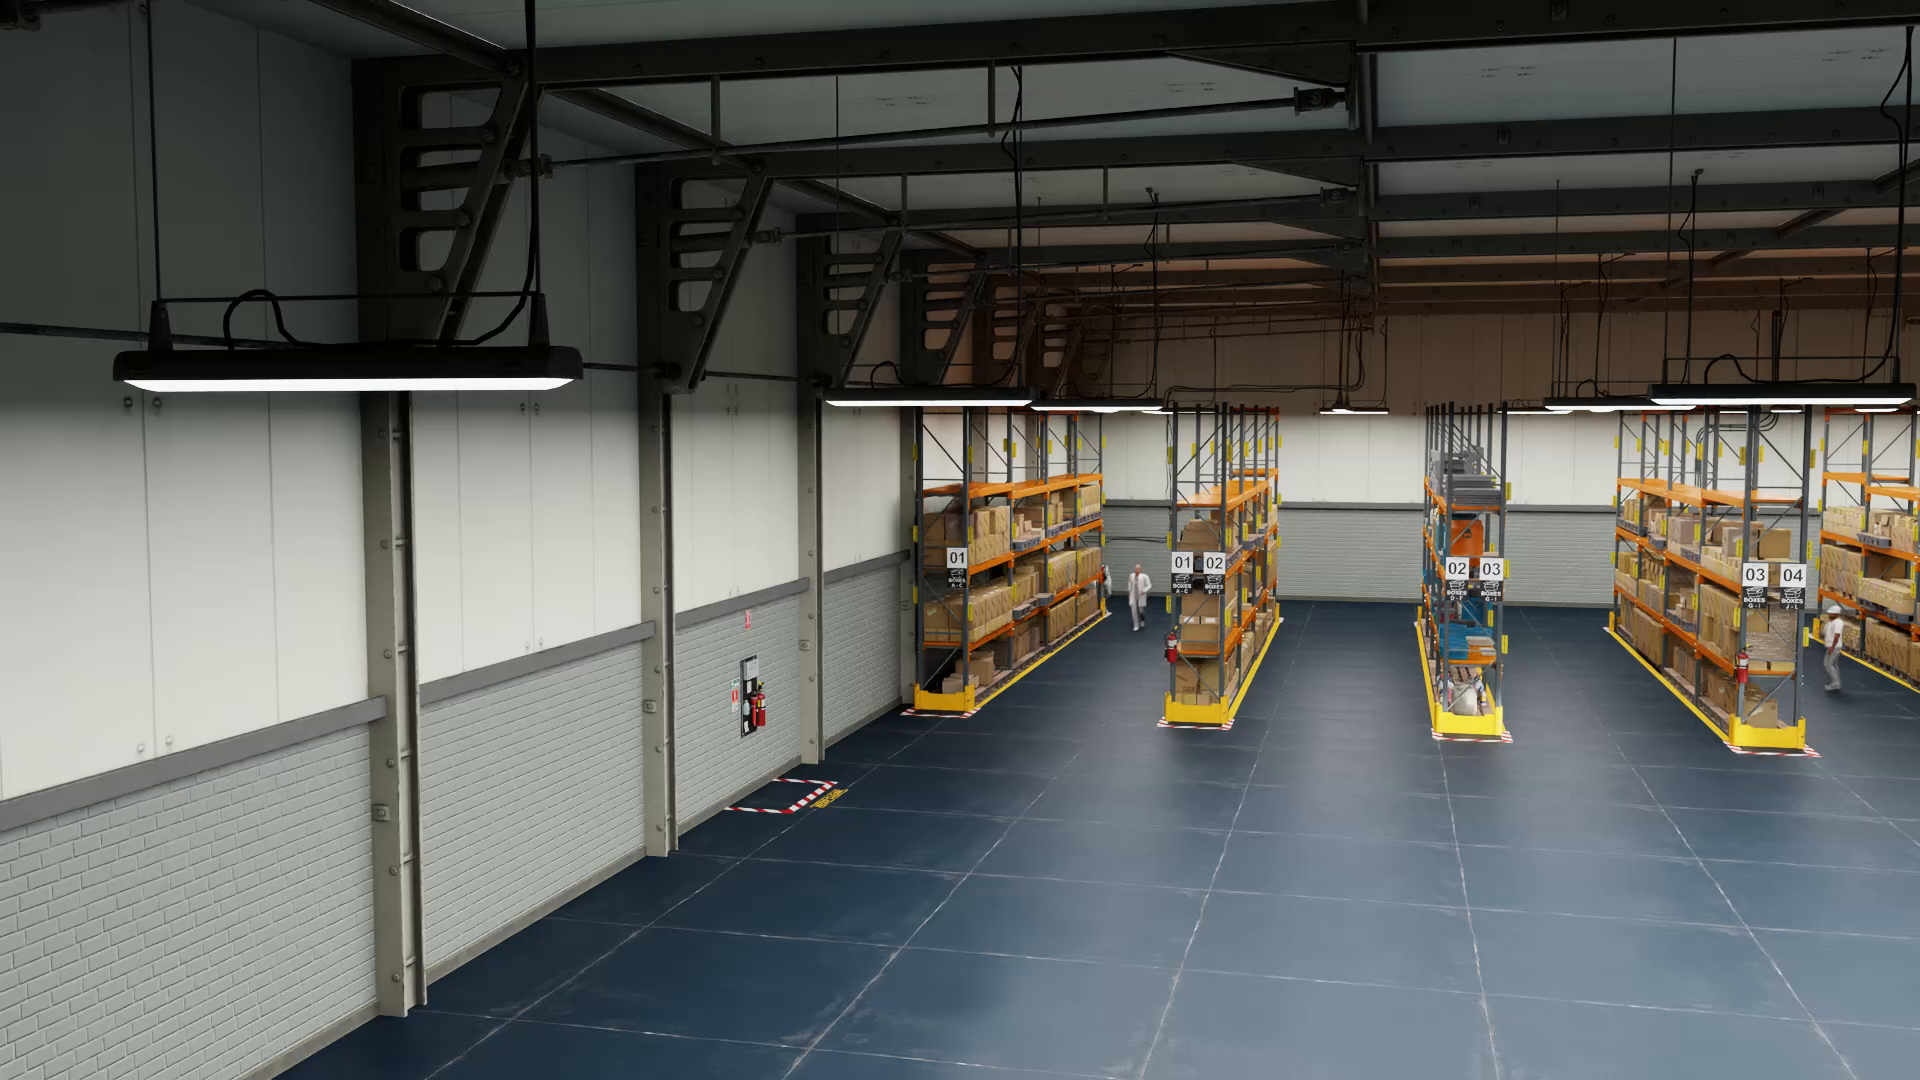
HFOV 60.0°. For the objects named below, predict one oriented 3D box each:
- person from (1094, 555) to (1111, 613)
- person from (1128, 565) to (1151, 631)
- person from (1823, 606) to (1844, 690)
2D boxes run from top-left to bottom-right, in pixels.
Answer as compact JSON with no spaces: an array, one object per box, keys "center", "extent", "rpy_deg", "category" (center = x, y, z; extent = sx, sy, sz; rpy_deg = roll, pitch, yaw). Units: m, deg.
[{"center":[4.196,1.274,48.868],"extent":[0.552,1.671,0.608],"rpy_deg":[-2,5,-22],"category":"person"},{"center":[4.811,1.544,44.736],"extent":[0.681,1.761,0.898],"rpy_deg":[1,4,18],"category":"person"},{"center":[18.228,2.256,34.735],"extent":[0.368,1.766,0.638],"rpy_deg":[2,4,20],"category":"person"}]
